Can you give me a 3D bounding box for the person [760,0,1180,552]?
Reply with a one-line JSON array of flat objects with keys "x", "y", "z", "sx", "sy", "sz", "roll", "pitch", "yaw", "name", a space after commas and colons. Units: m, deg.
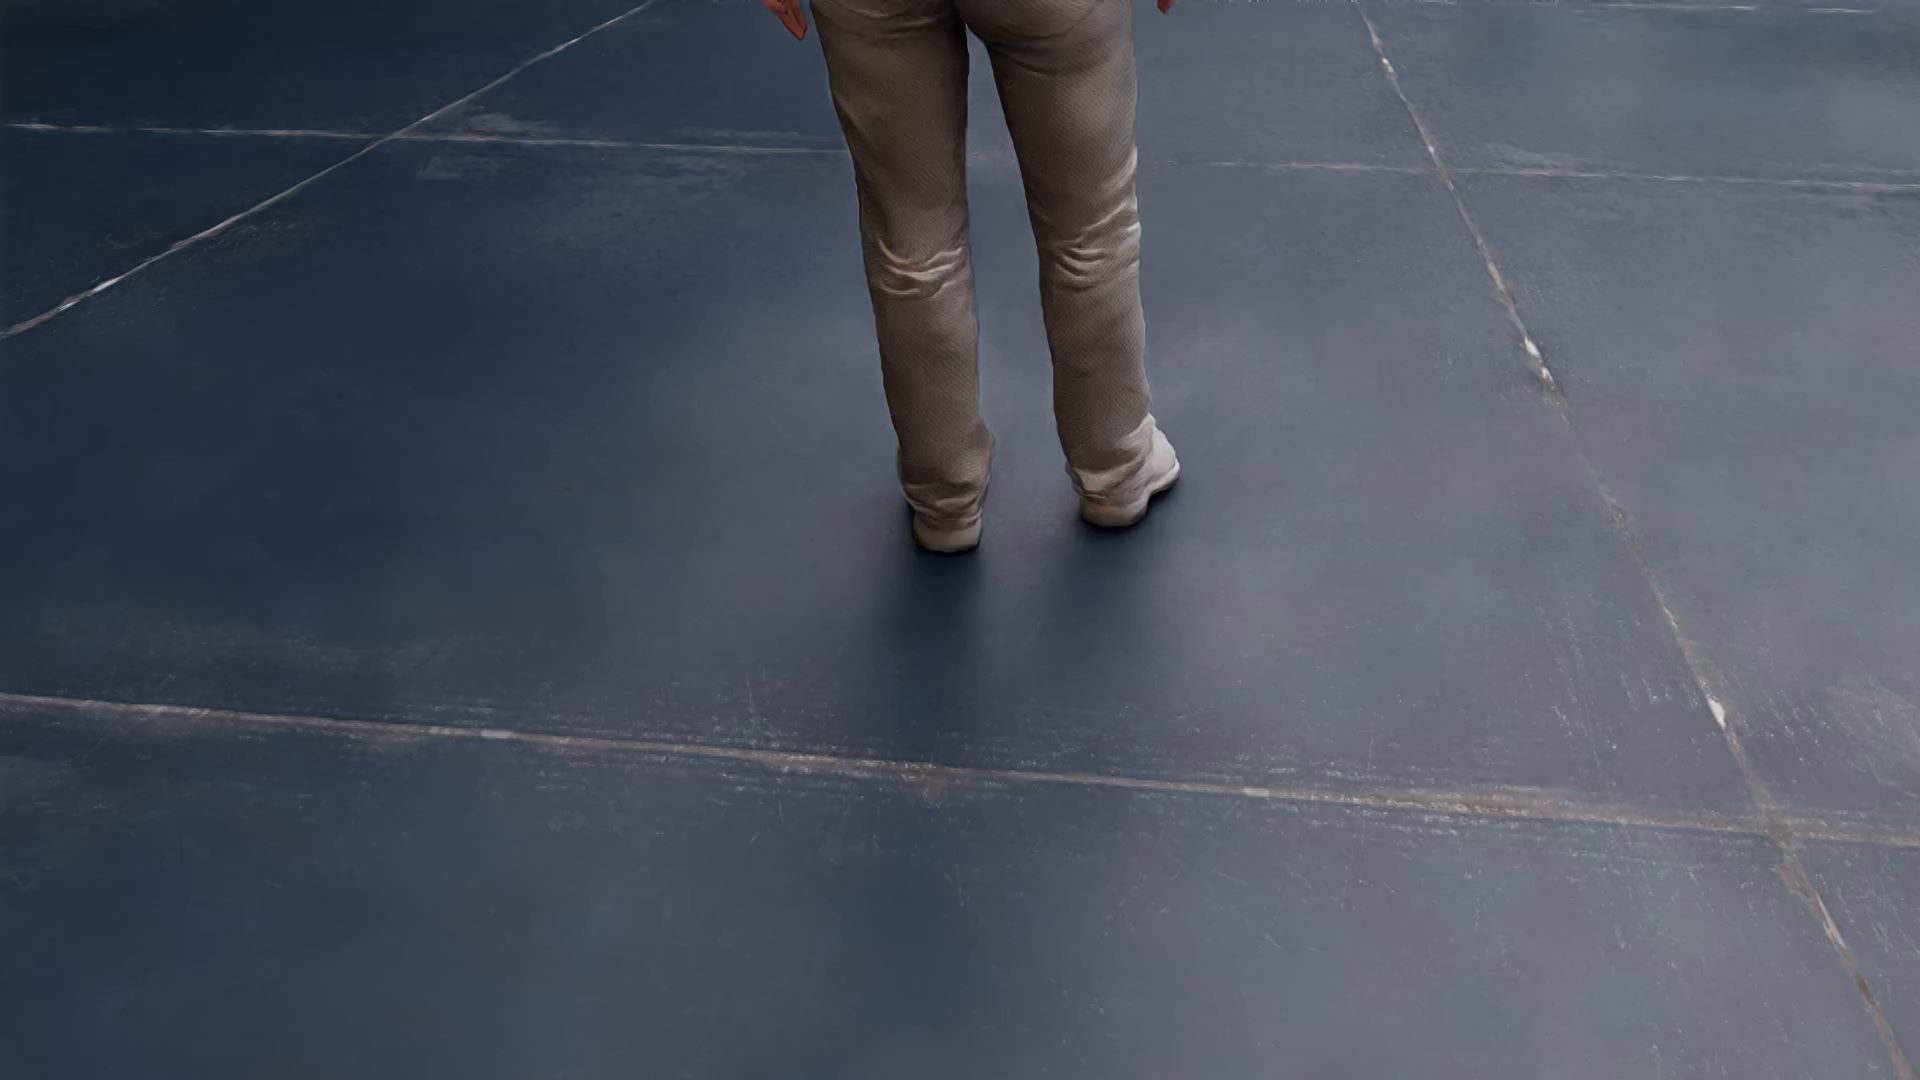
[{"x": 0.016, "y": -0.825, "z": 2.156, "sx": 0.632, "sy": 1.768, "sz": 0.567, "roll": 3, "pitch": 27, "yaw": 7, "name": "person"}]
